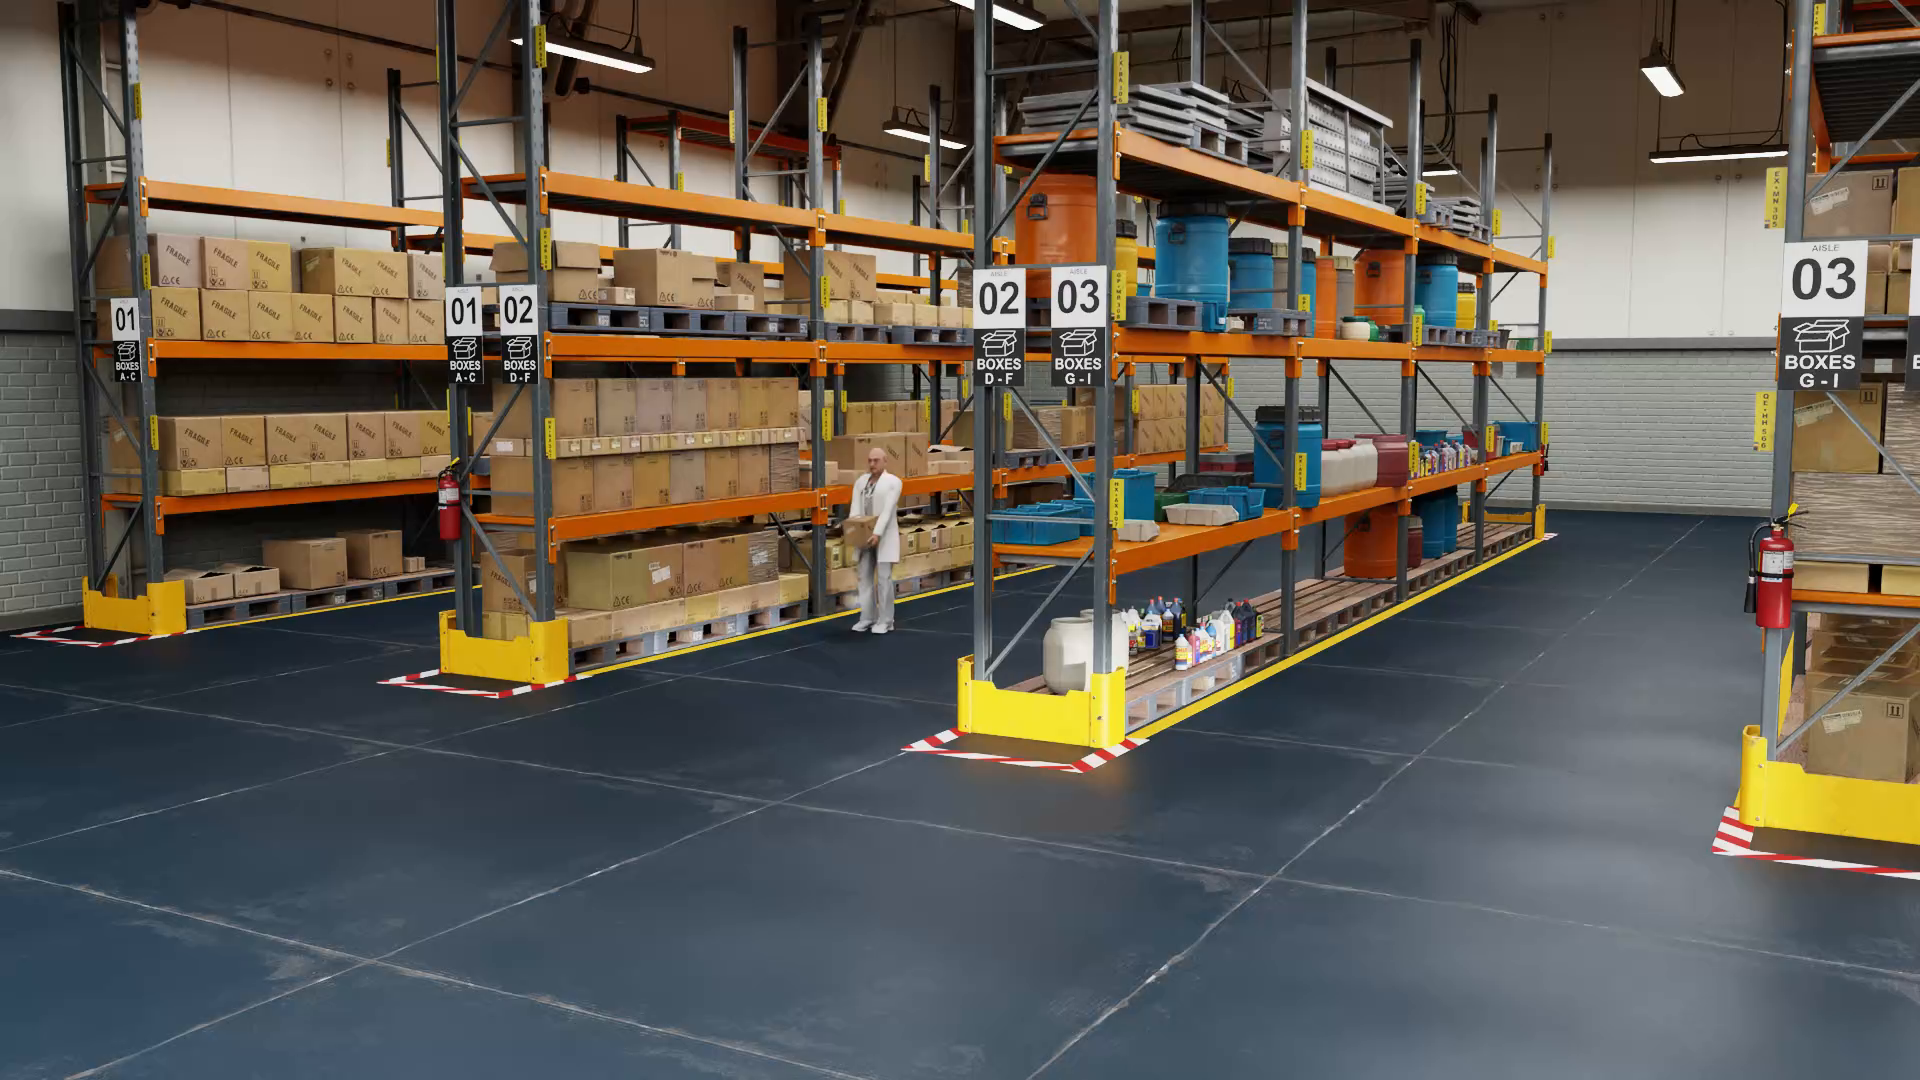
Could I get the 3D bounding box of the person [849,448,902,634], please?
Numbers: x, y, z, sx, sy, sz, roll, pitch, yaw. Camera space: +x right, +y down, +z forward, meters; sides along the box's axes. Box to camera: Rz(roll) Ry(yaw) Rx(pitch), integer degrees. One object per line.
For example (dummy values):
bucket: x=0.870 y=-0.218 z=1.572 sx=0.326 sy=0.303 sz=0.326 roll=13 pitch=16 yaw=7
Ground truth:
person: x=-0.847 y=0.008 z=16.014 sx=0.528 sy=1.780 sz=0.569 roll=3 pitch=7 yaw=28
